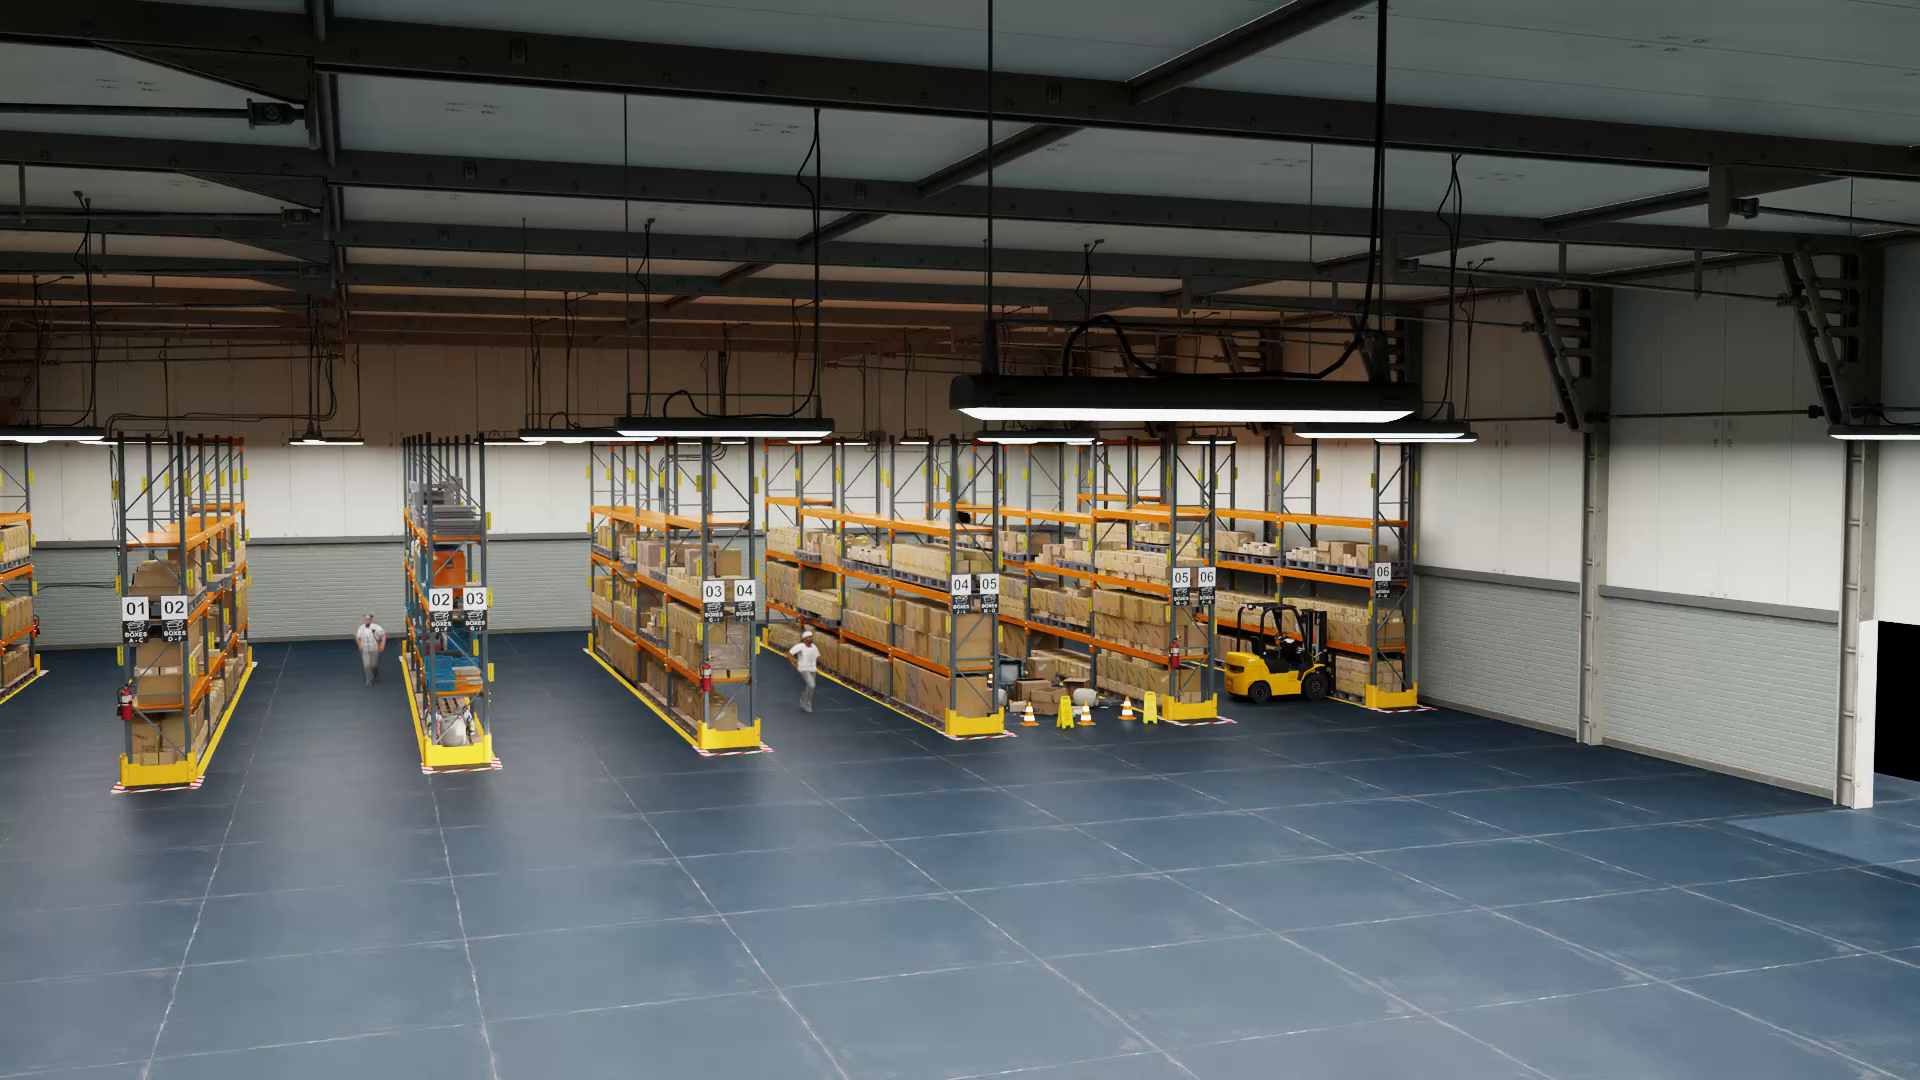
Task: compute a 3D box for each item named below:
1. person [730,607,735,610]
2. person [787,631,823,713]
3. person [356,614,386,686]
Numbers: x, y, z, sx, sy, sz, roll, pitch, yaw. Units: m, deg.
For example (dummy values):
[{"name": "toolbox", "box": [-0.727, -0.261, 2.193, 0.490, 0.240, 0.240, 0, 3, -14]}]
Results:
[{"name": "person", "box": [-6.126, 2.279, 45.995, 0.654, 1.811, 0.991, -1, 3, -23]}, {"name": "person", "box": [-3.309, 2.863, 36.096, 0.724, 1.779, 0.709, 3, 4, 45]}, {"name": "person", "box": [-14.237, 2.639, 40.168, 0.692, 1.755, 0.669, 0, 3, -8]}]
